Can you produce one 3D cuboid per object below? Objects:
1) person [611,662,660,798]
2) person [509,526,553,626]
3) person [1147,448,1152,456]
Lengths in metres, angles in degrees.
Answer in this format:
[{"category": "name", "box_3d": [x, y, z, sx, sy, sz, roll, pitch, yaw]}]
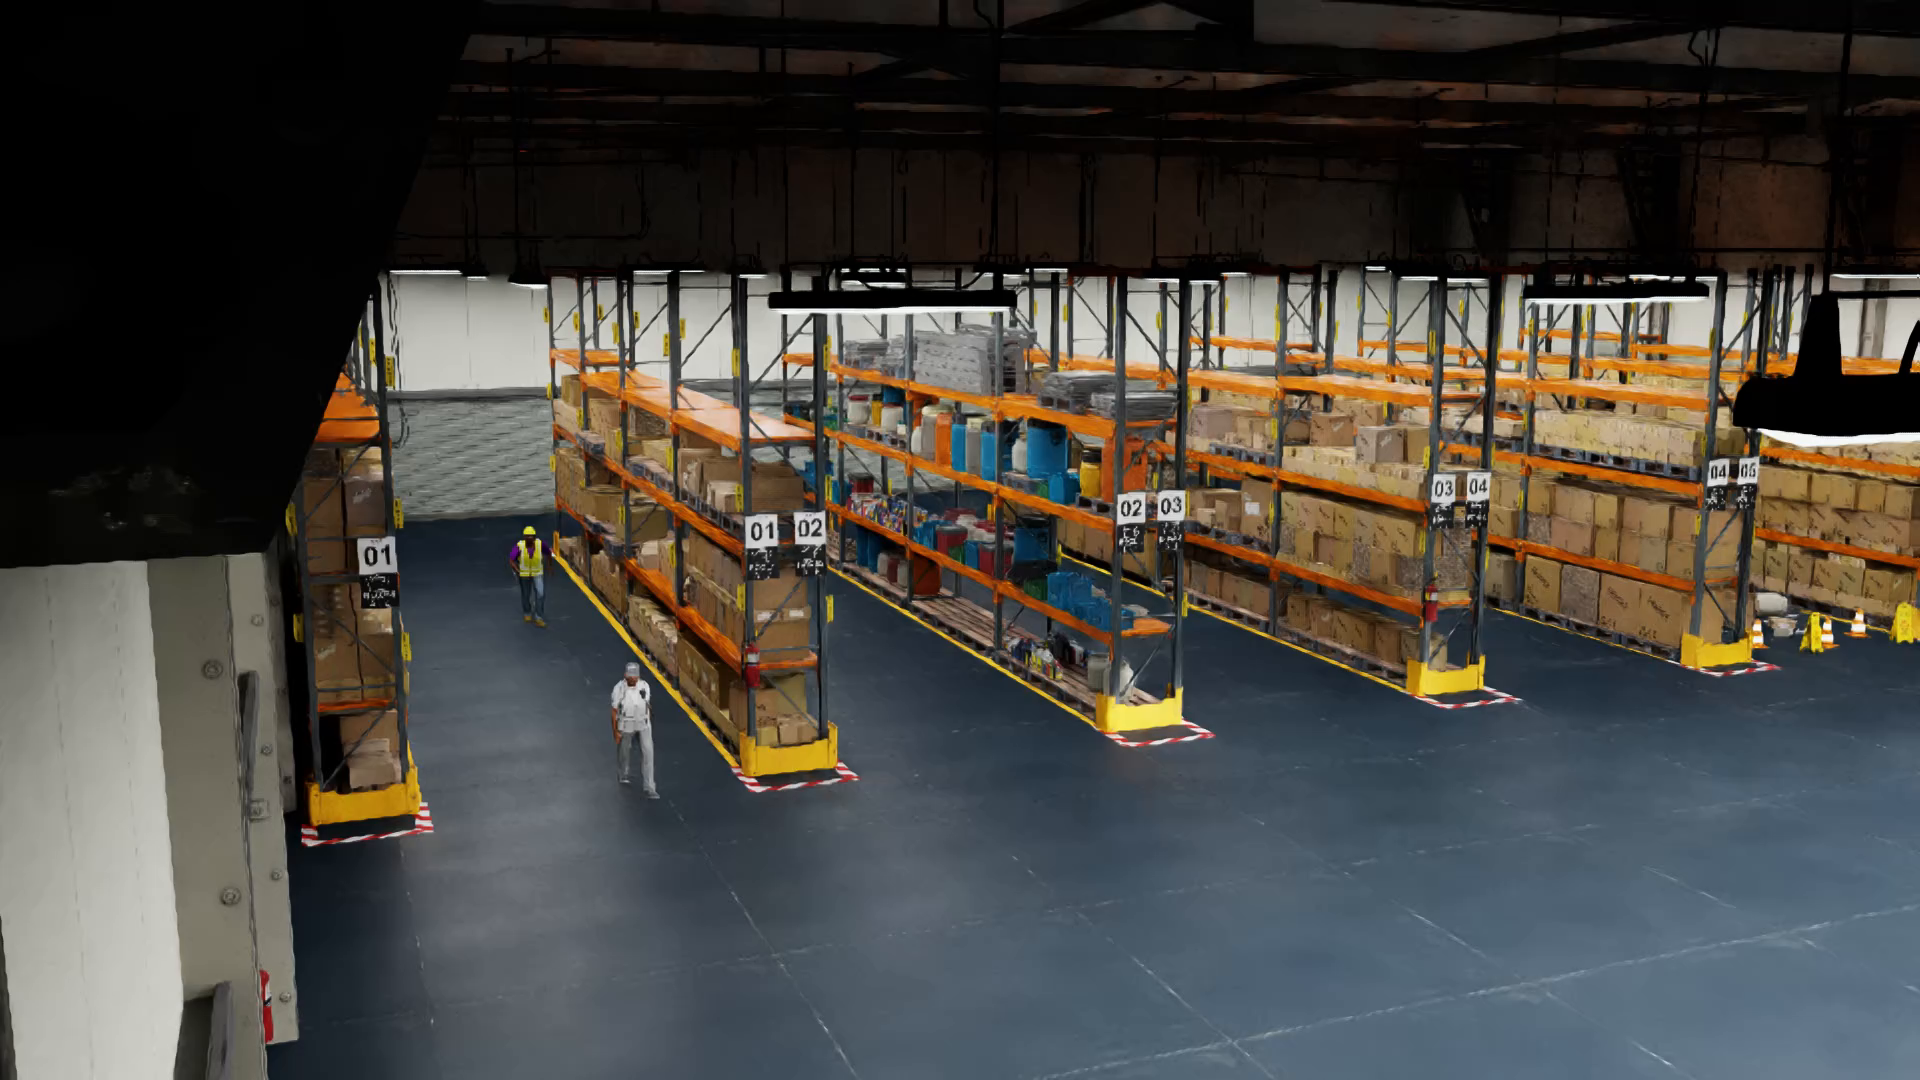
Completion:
[{"category": "person", "box_3d": [-3.836, 2.184, 19.494, 0.497, 1.583, 1.090, -3, 10, -18]}, {"category": "person", "box_3d": [-7.319, 0.581, 28.399, 0.734, 1.697, 0.856, -3, 10, -16]}, {"category": "person", "box_3d": [4.393, -1.393, 39.720, 0.682, 1.711, 0.528, -4, 11, -23]}]
